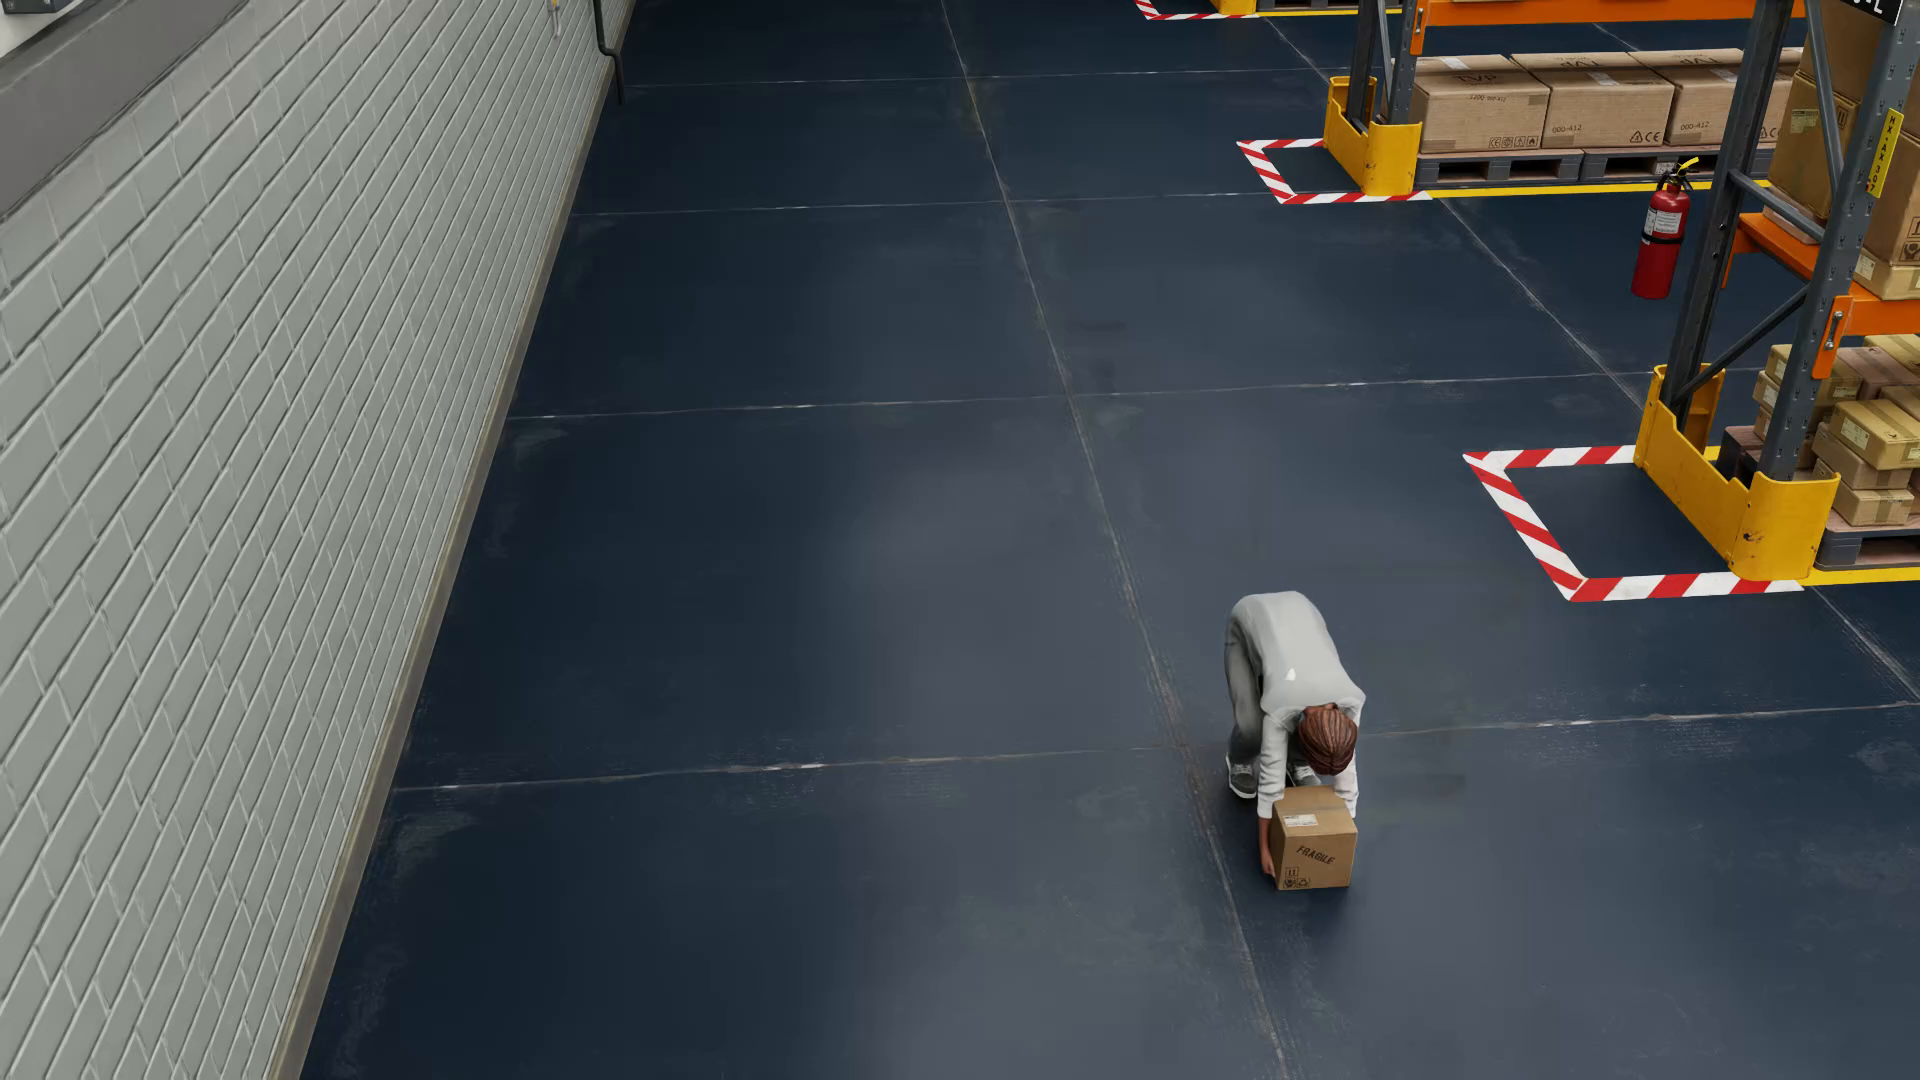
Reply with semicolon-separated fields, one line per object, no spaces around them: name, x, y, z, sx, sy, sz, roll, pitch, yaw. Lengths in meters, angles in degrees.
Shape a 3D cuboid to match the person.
person;1.179;0.652;5.904;0.422;0.778;0.871;-4;32;-6
